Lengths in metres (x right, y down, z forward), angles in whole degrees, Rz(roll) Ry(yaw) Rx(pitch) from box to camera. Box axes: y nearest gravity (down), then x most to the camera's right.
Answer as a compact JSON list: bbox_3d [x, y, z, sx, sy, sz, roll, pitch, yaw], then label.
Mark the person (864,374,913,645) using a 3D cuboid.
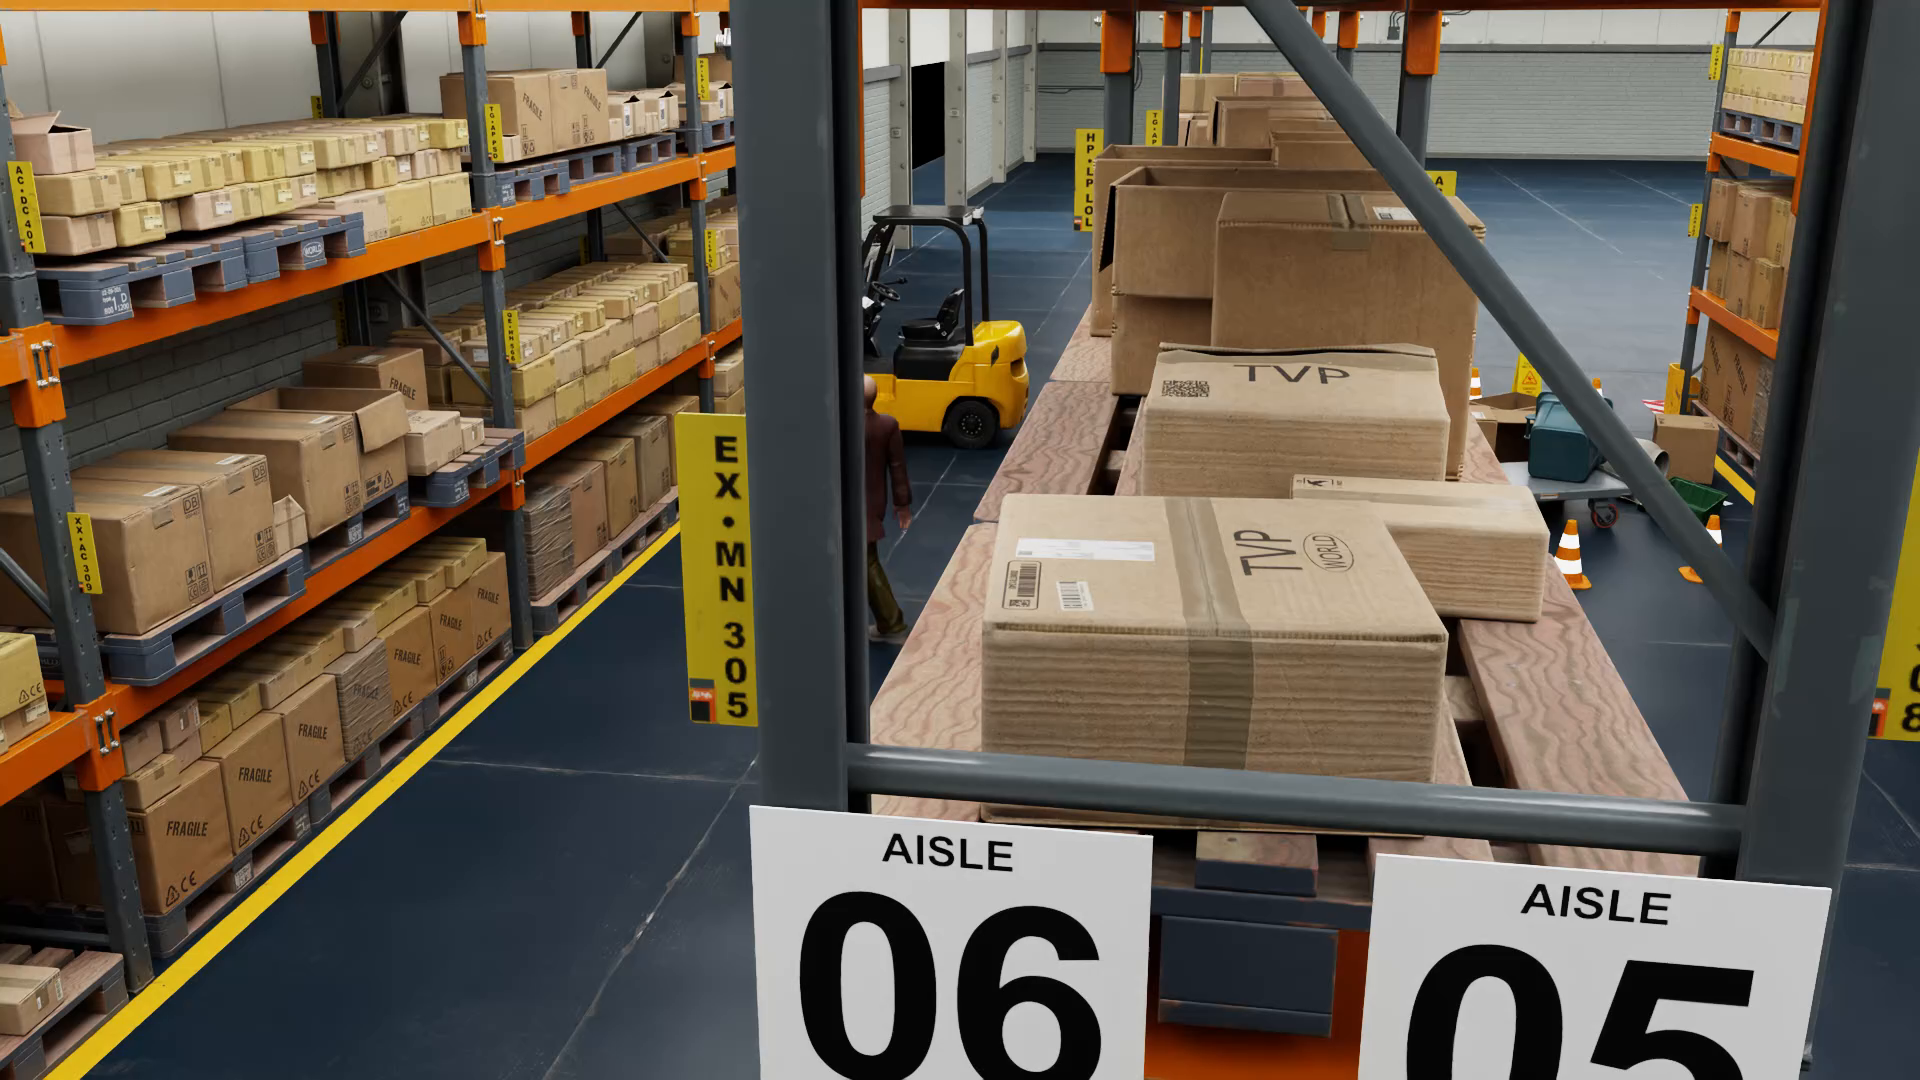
[{"bbox_3d":[-0.700,-0.239,10.815,1.076,1.728,0.630,15,23,39],"label":"person"}]
